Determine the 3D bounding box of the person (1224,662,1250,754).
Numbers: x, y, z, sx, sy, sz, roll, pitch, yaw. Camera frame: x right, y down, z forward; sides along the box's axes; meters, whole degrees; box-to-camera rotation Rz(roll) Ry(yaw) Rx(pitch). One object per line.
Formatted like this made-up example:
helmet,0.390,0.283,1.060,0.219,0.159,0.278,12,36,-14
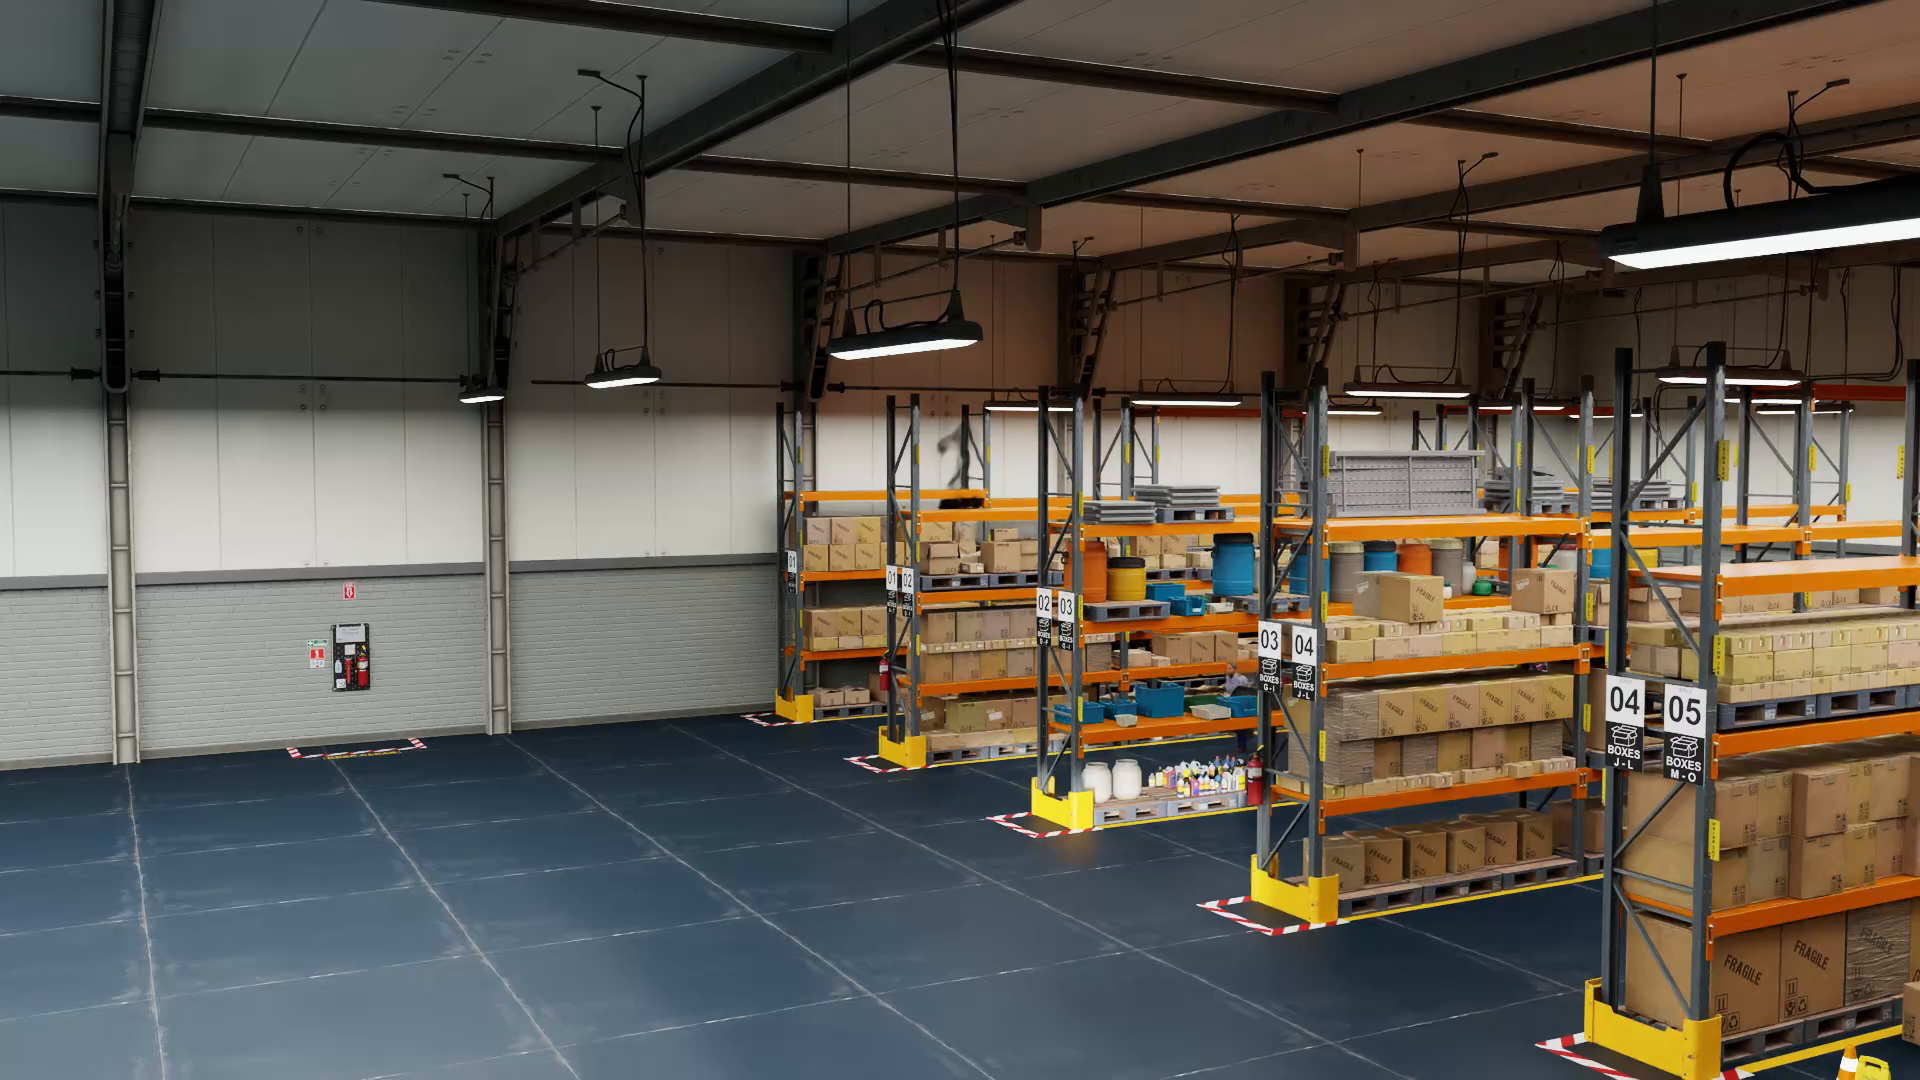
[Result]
person,4.652,2.816,27.923,0.682,1.582,0.594,-3,4,-41
